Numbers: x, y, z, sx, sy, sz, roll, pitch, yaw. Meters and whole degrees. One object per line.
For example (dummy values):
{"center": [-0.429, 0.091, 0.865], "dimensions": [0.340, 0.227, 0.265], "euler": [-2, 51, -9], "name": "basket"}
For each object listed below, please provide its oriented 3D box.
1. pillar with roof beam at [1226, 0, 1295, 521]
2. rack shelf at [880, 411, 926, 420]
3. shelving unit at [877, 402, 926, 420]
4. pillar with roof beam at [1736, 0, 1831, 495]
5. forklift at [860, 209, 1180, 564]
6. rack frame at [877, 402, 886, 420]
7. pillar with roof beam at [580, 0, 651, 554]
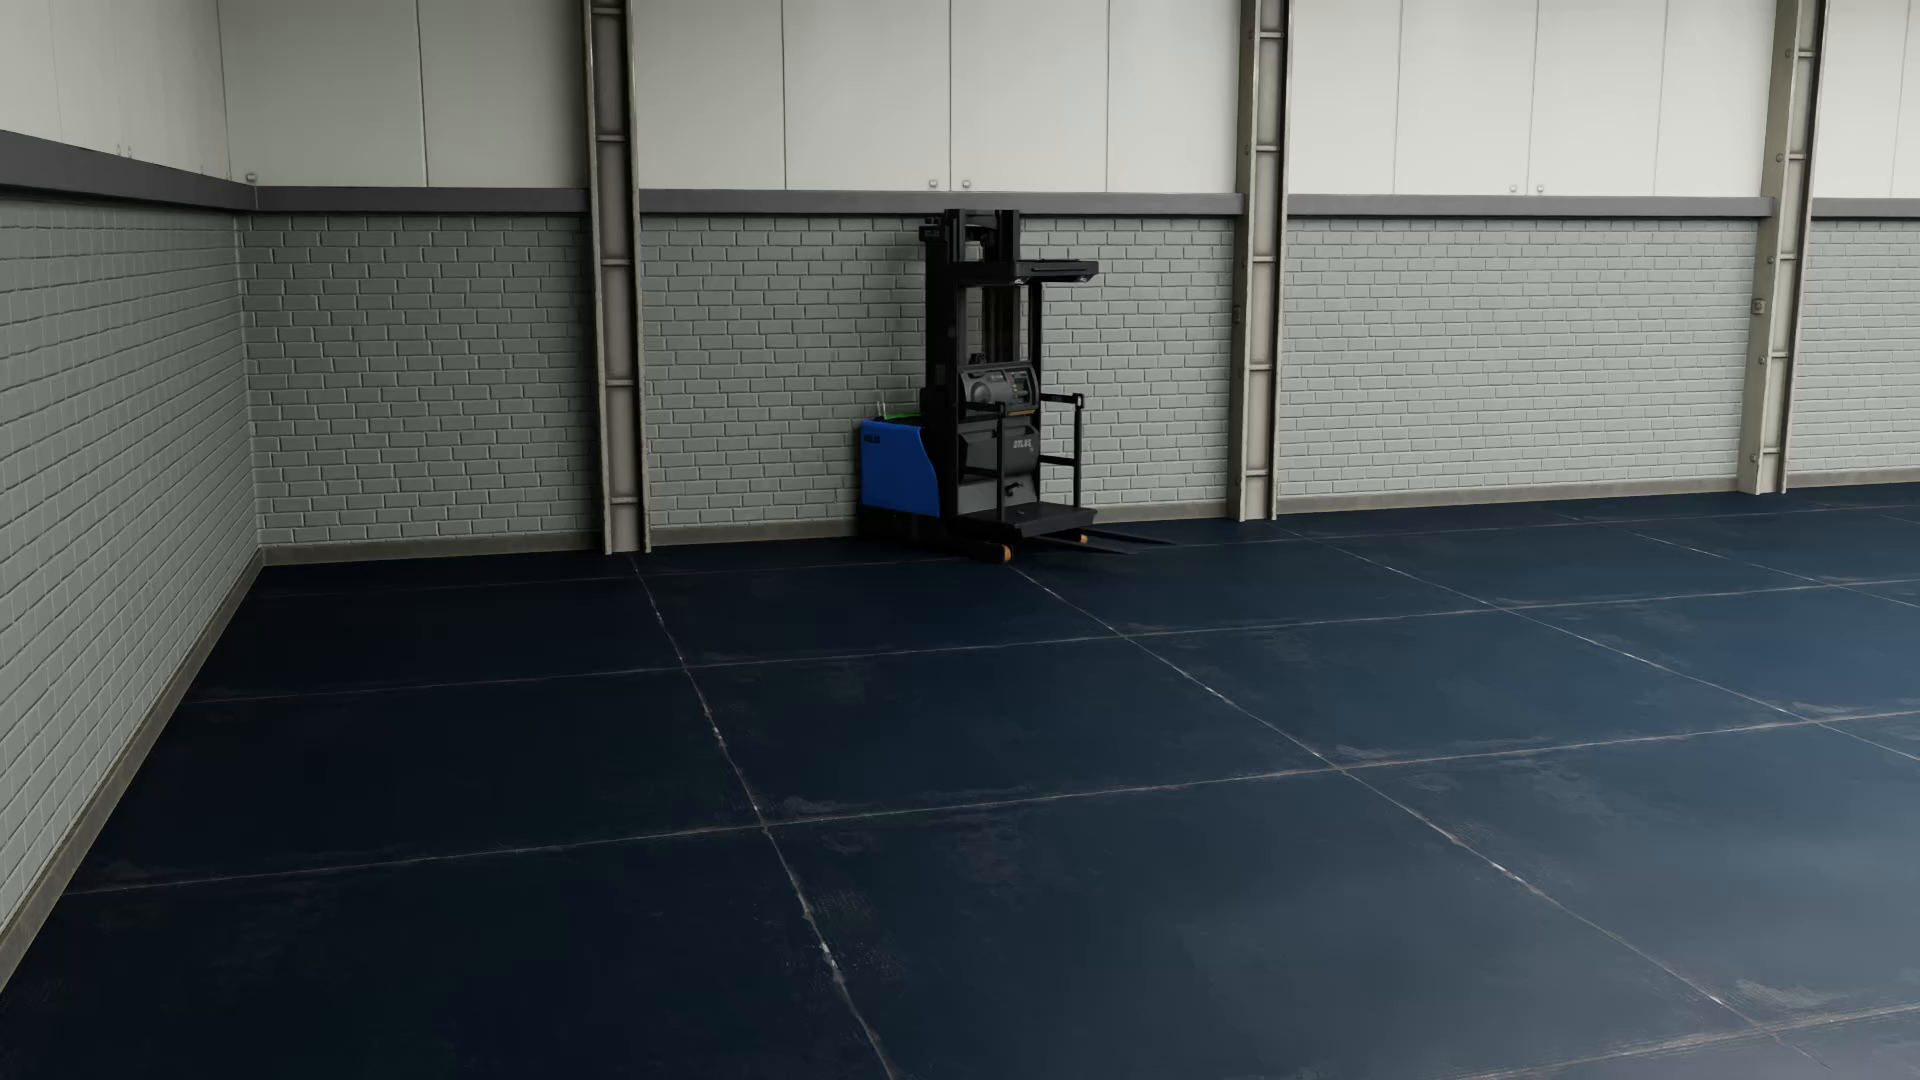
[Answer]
{"center": [4.042, -3.893, 11.338], "dimensions": [0.400, 9.000, 9.100], "euler": [-3, 11, -16], "name": "pillar with roof beam"}
{"center": [-0.467, -1.088, 15.104], "dimensions": [0.480, 0.148, 0.258], "euler": [-7, 10, -16], "name": "rack shelf"}
{"center": [-0.438, -0.679, 15.171], "dimensions": [0.503, 1.200, 0.258], "euler": [-7, 10, -16], "name": "shelving unit"}
{"center": [9.803, -4.197, 12.988], "dimensions": [0.400, 9.000, 9.100], "euler": [-3, 11, -16], "name": "pillar with roof beam"}
{"center": [0.493, -1.345, 14.255], "dimensions": [3.031, 2.935, 1.130], "euler": [10, 14, 43], "name": "forklift"}
{"center": [-0.671, -0.651, 15.104], "dimensions": [0.015, 1.200, 0.240], "euler": [-7, 10, -16], "name": "rack frame"}
{"center": [-1.719, -3.589, 9.689], "dimensions": [0.400, 9.000, 9.100], "euler": [-3, 11, -16], "name": "pillar with roof beam"}
